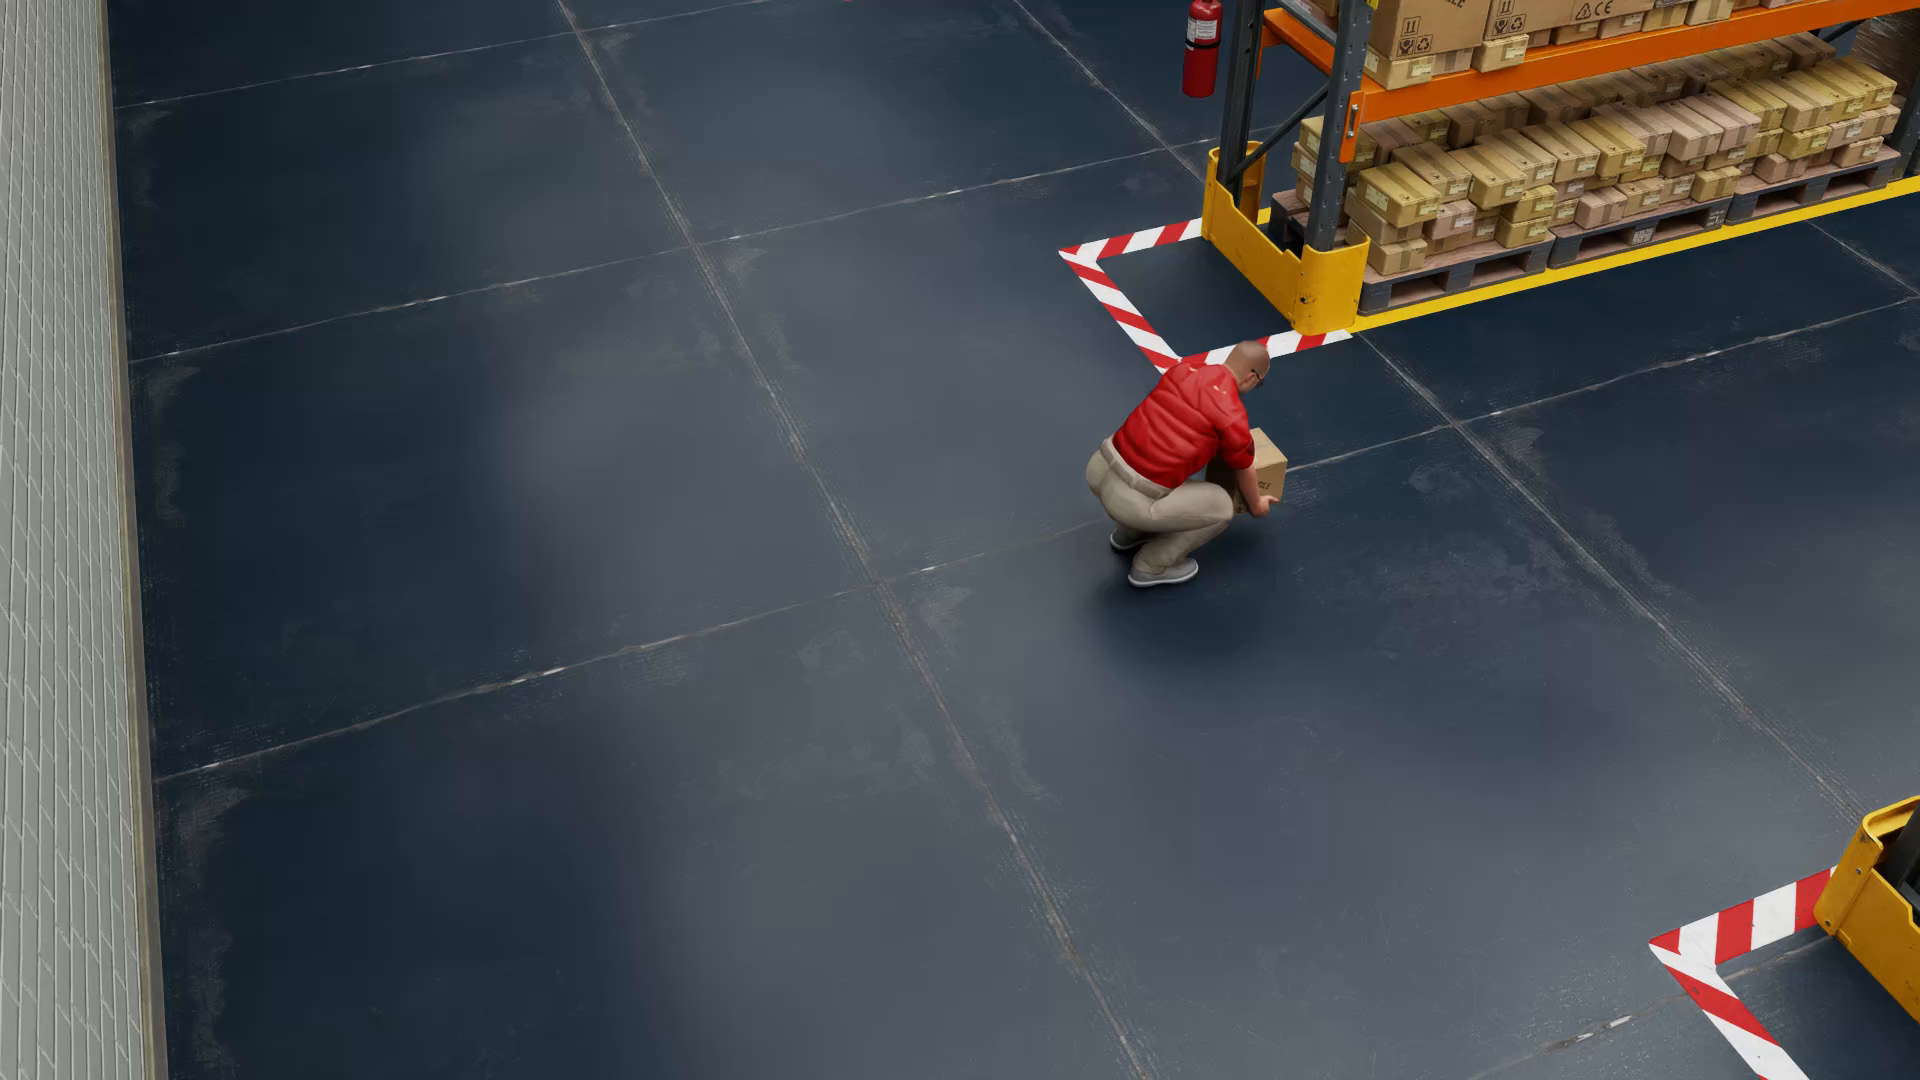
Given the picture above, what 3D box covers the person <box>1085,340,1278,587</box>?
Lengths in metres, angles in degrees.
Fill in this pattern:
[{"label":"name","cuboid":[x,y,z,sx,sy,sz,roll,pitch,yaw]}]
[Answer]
[{"label":"person","cuboid":[0.954,-0.334,7.114,0.866,0.996,0.537,-16,44,-18]}]
